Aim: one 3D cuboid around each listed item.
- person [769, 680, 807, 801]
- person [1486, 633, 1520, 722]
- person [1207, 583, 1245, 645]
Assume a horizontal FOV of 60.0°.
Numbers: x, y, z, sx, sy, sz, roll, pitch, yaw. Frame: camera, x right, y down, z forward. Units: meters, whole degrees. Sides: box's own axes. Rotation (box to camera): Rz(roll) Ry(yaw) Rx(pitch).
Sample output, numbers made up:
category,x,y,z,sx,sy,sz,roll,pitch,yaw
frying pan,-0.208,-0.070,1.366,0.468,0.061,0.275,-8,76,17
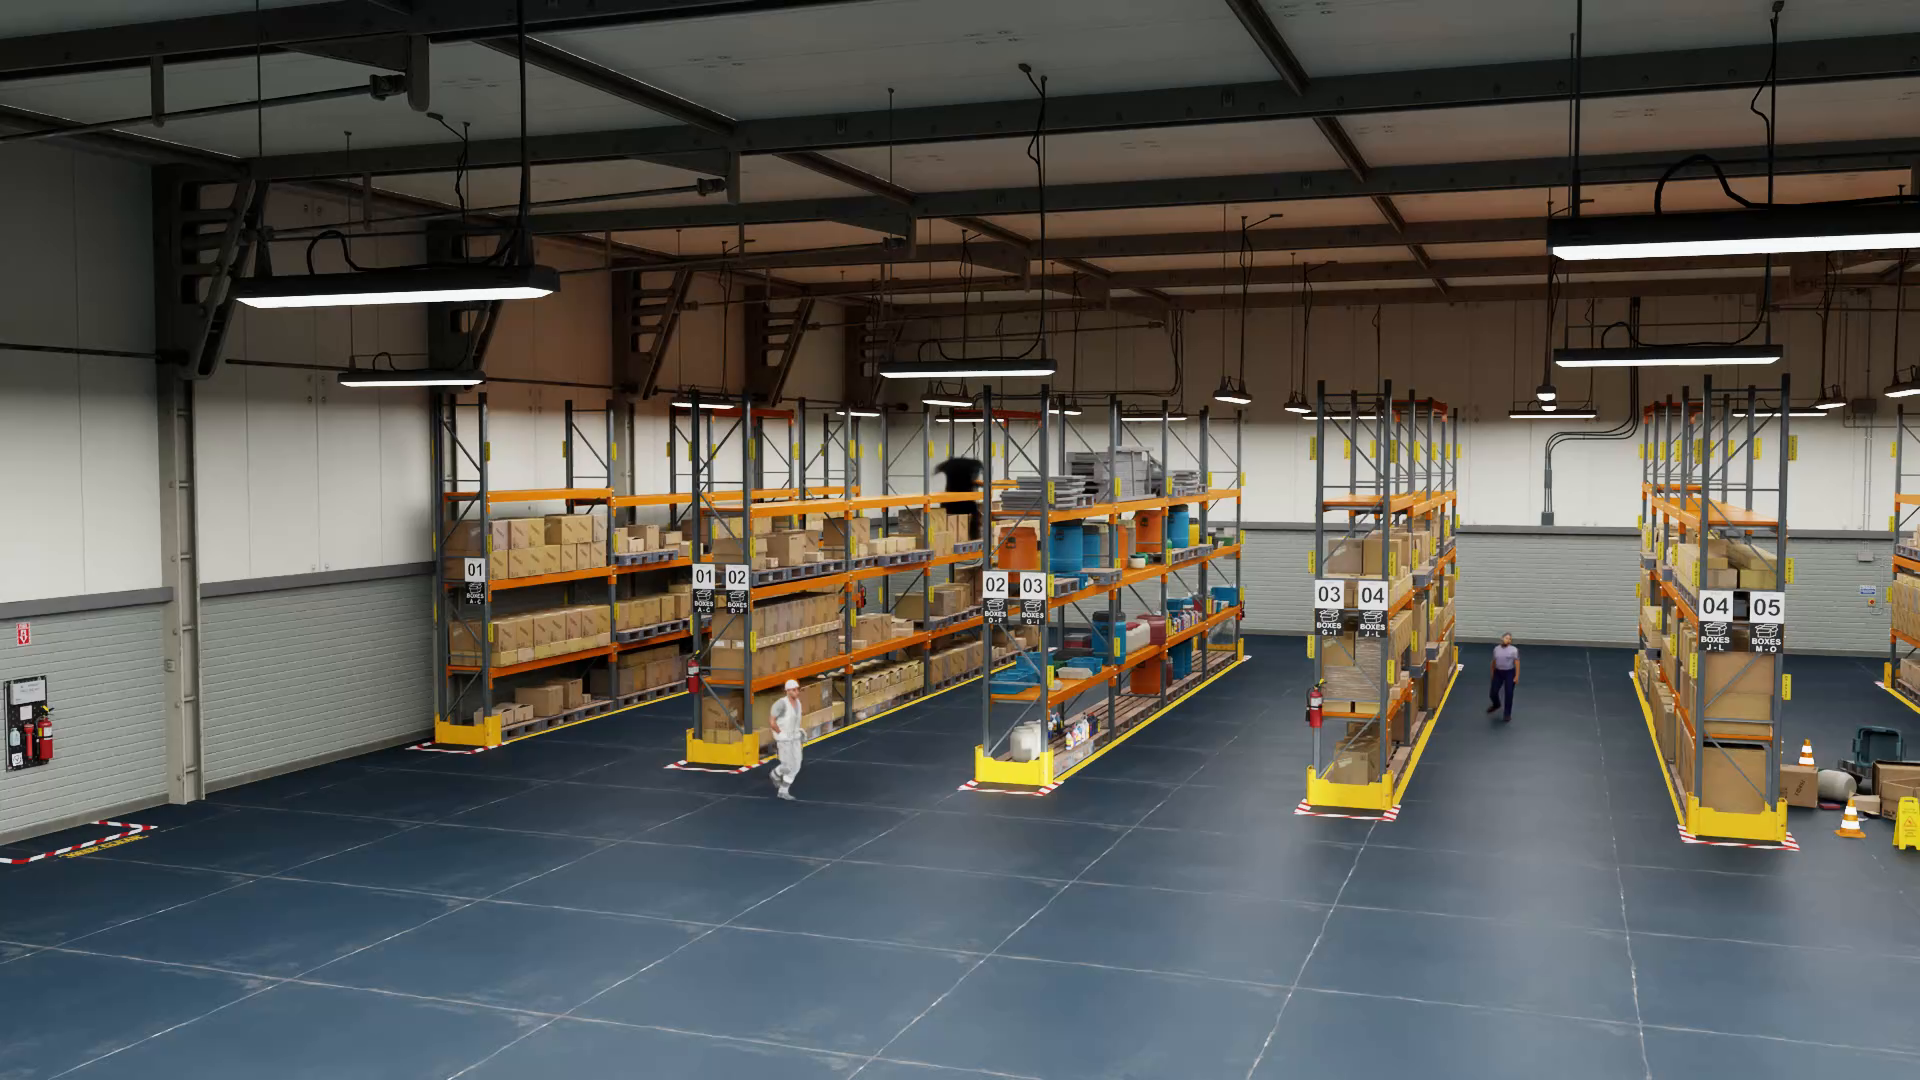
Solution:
category,x,y,z,sx,sy,sz,roll,pitch,yaw
person,-2.544,2.867,24.007,0.630,1.736,0.649,3,4,44
person,10.116,2.533,30.993,0.650,1.646,0.547,2,4,30
person,6.751,1.938,42.262,1.035,1.721,0.755,2,3,27
